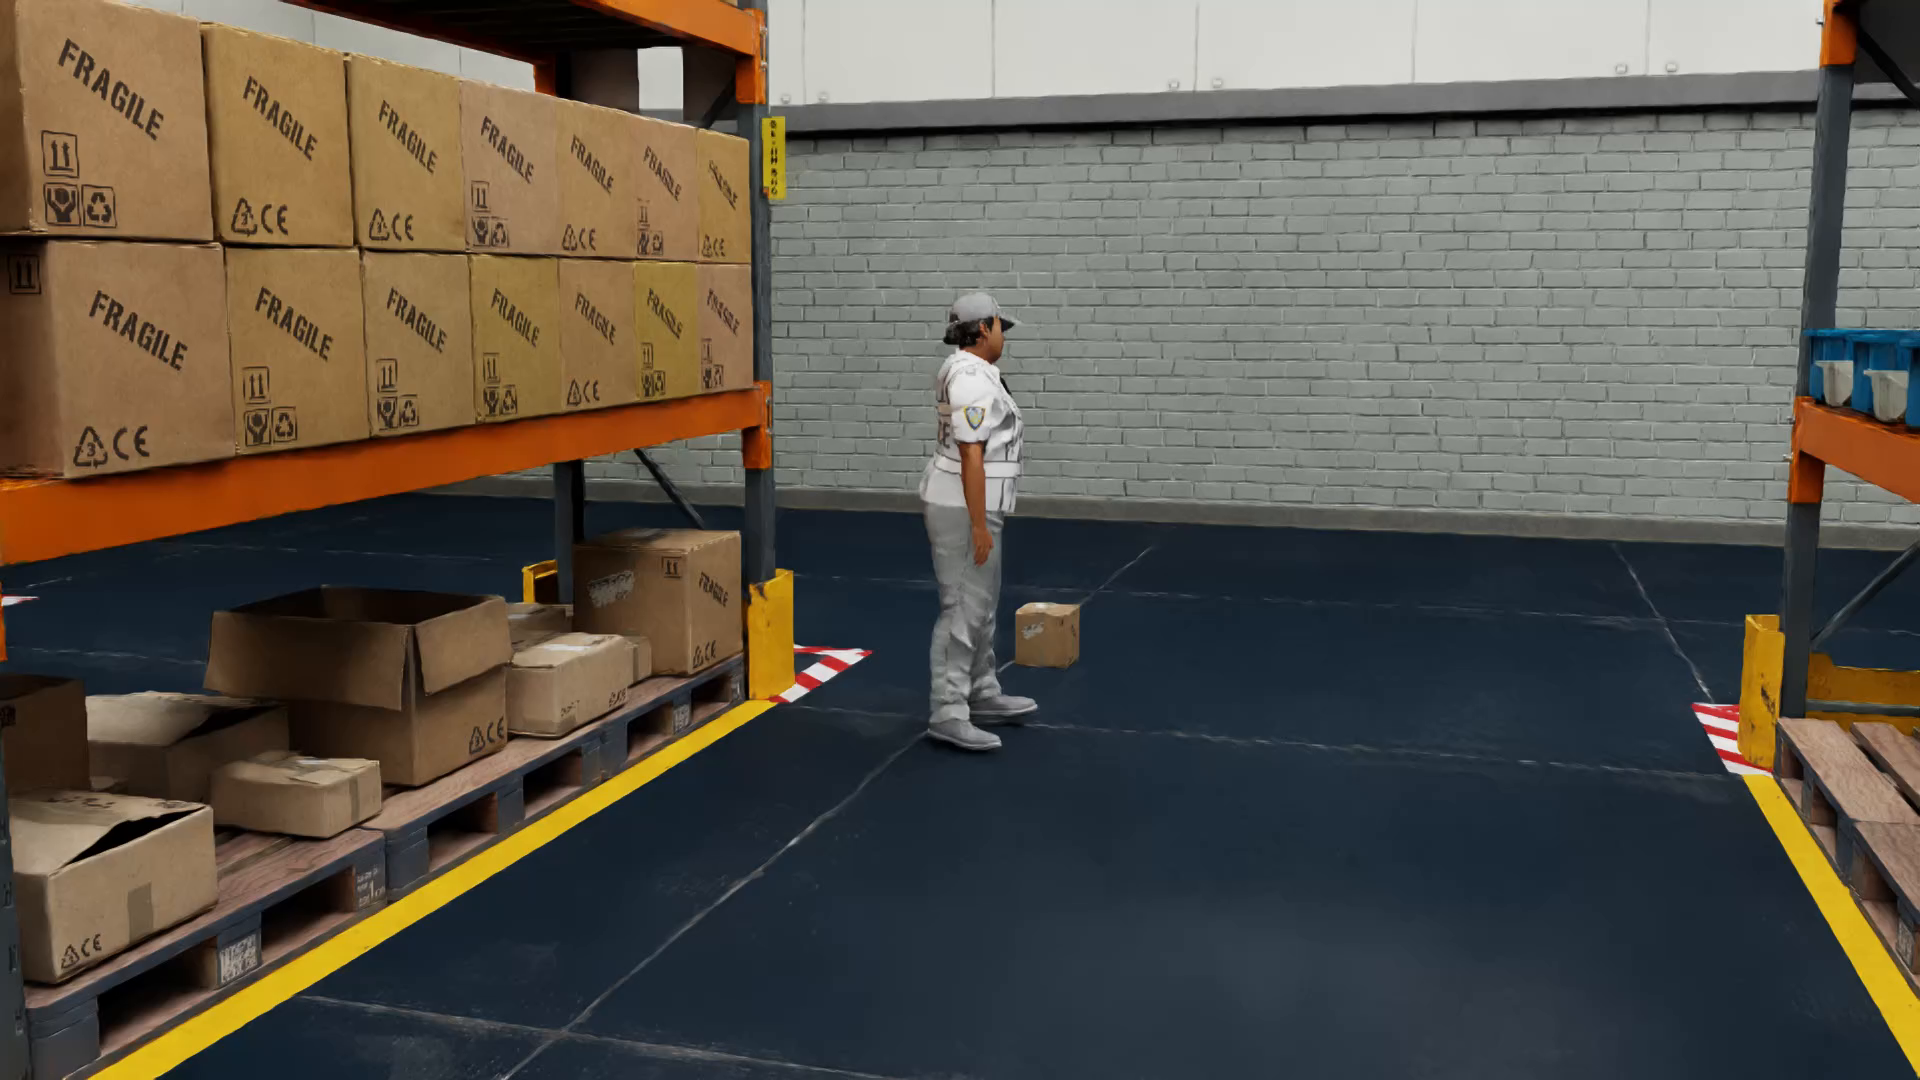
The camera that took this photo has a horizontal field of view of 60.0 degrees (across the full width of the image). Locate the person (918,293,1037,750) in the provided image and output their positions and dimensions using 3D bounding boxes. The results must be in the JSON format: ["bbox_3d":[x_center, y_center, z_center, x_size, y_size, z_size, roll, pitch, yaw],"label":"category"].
[{"bbox_3d":[0.078,-0.089,6.278,0.470,1.672,0.562,0,8,-3],"label":"person"}]
